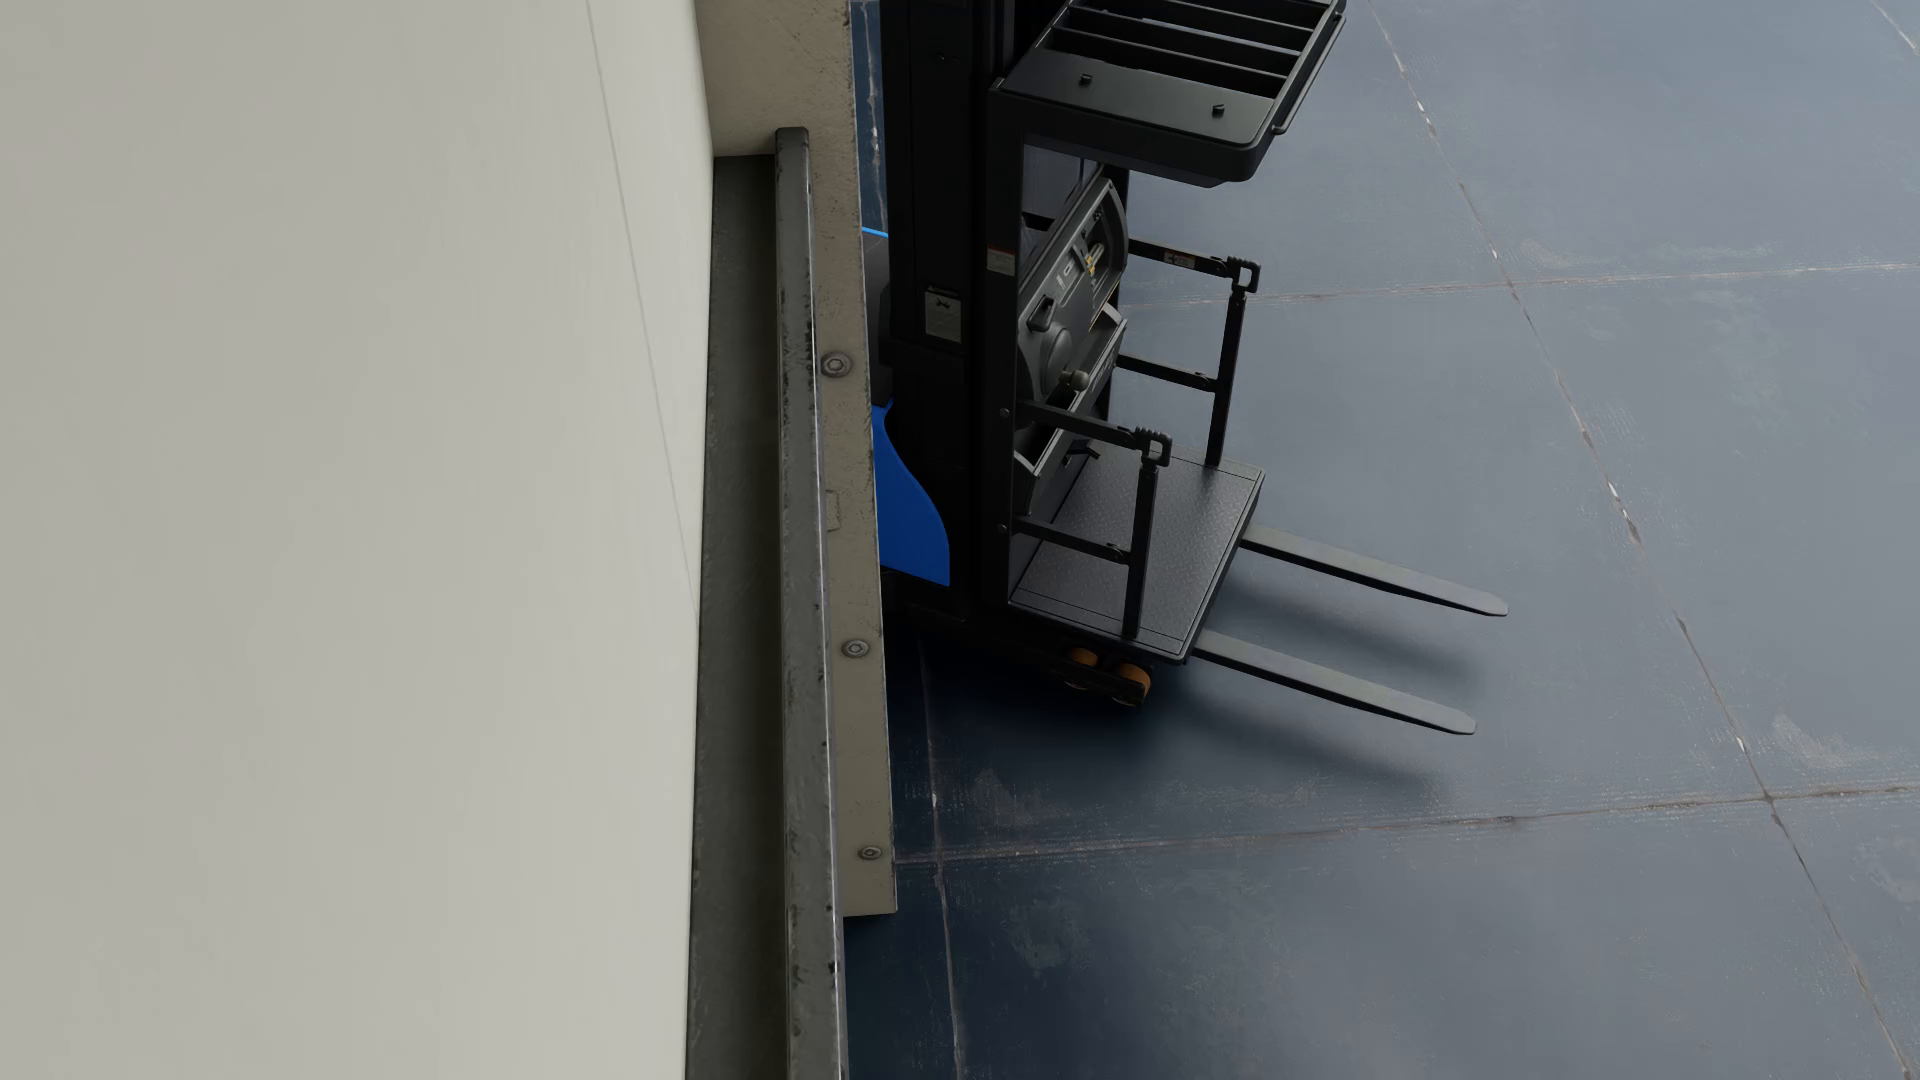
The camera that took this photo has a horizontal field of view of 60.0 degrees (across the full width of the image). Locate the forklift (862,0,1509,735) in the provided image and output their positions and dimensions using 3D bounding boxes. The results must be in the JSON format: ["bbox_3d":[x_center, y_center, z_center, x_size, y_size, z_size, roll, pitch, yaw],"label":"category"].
[{"bbox_3d":[0.577,-0.825,5.649,3.031,2.935,1.130,18,49,16],"label":"forklift"}]

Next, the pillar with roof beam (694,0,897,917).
[{"bbox_3d":[3.906,-2.218,2.789,9.100,9.000,0.400,-3,47,-3],"label":"pillar with roof beam"}]
